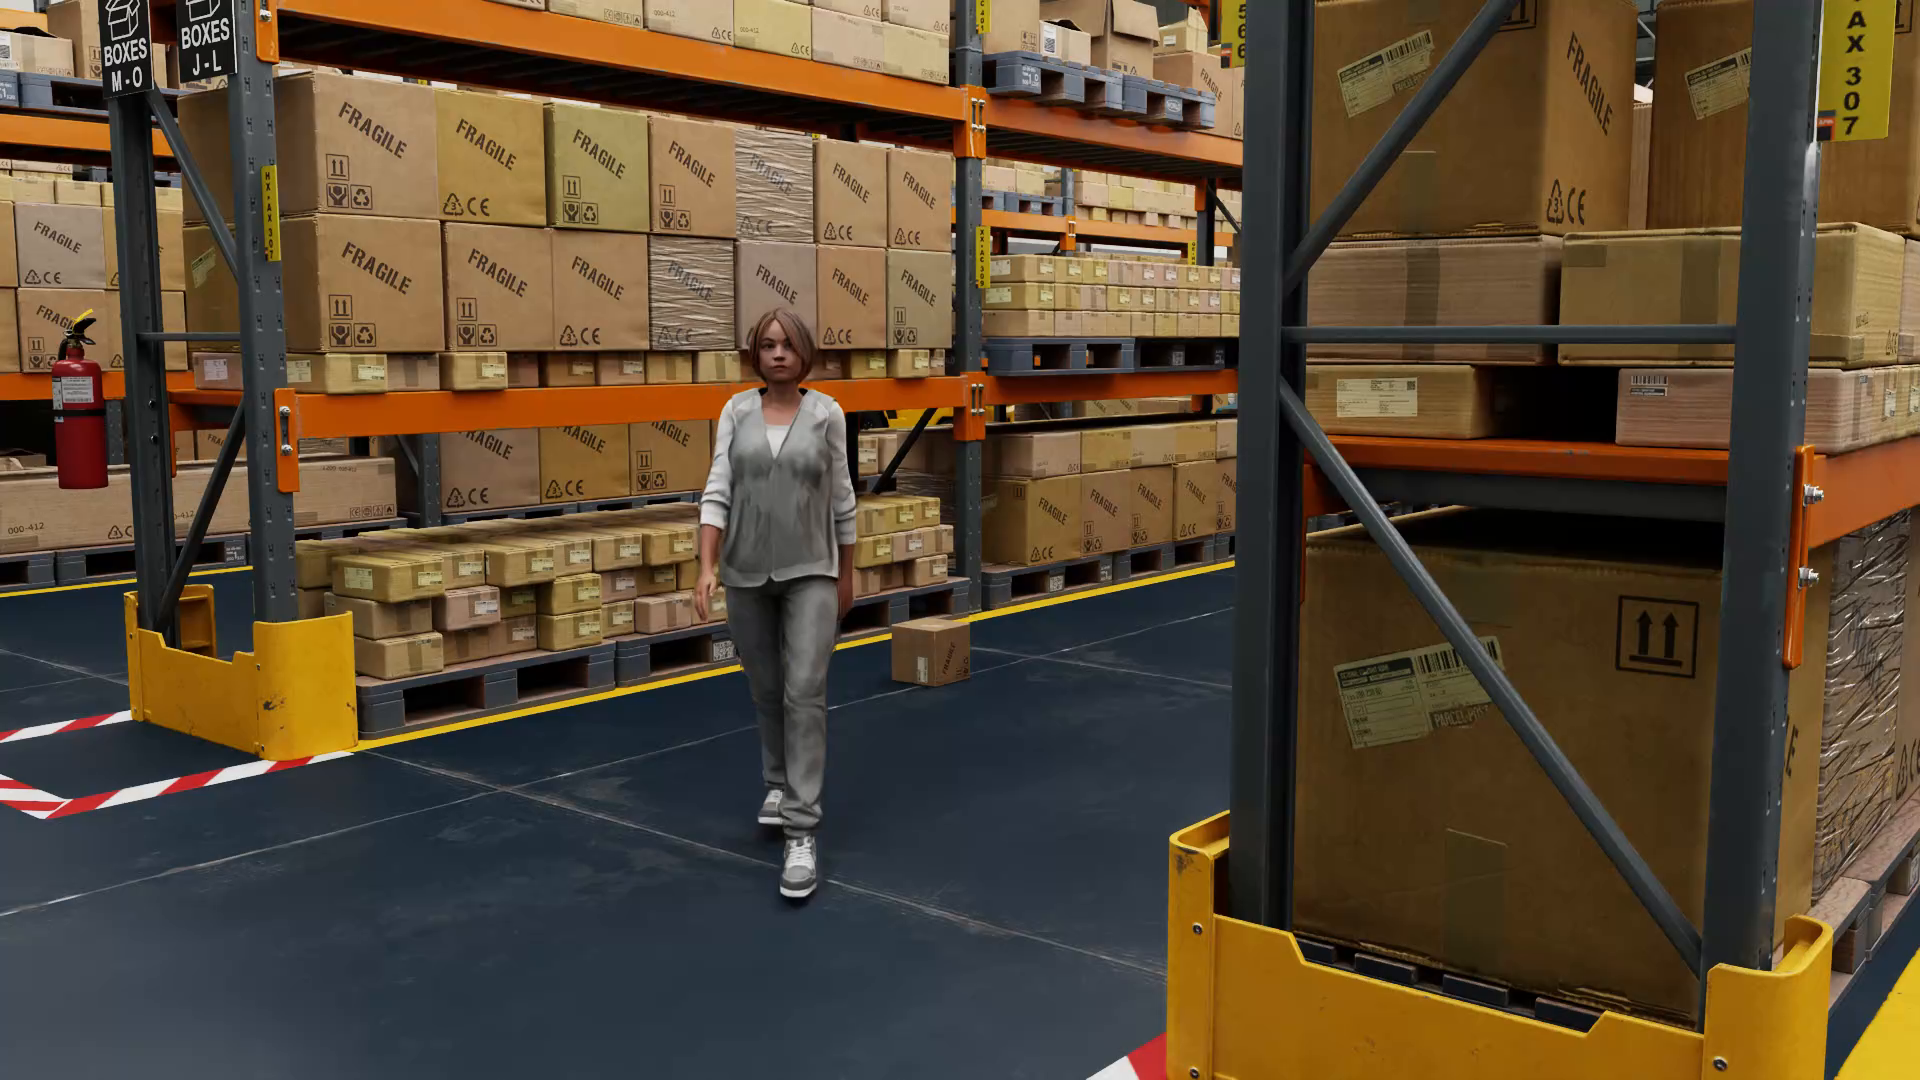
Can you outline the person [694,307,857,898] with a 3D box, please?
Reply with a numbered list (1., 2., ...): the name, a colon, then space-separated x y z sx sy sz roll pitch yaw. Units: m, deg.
1. person: -0.532 0.127 4.742 0.424 1.563 0.850 1 7 5
